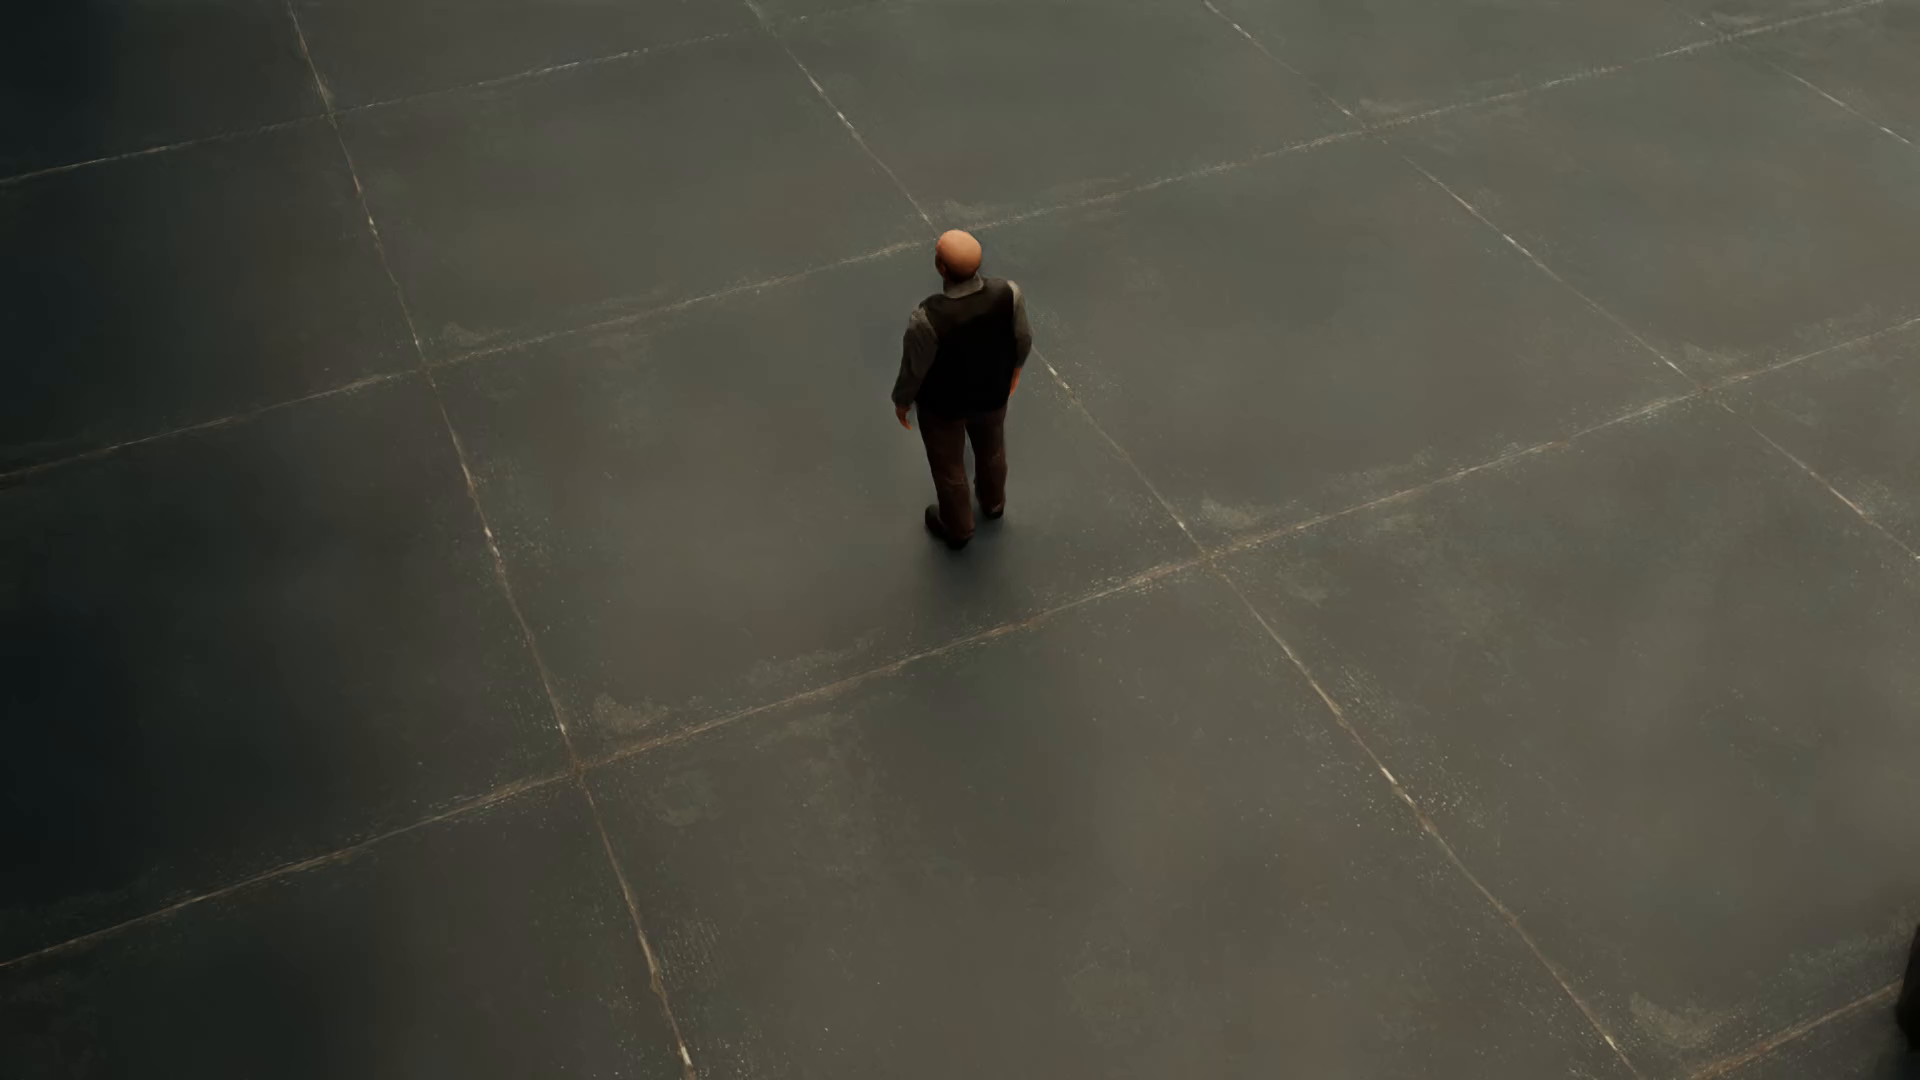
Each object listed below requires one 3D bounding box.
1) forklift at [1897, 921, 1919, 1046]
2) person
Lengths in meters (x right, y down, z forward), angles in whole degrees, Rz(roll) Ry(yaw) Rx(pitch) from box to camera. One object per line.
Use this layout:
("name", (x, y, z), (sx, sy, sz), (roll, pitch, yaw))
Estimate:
("forklift", (4.842, 0.972, 4.638), (3.031, 2.935, 1.130), (23, 48, 23))
("person", (-0.019, -0.676, 7.280), (0.632, 1.720, 0.567), (-18, 46, -18))
